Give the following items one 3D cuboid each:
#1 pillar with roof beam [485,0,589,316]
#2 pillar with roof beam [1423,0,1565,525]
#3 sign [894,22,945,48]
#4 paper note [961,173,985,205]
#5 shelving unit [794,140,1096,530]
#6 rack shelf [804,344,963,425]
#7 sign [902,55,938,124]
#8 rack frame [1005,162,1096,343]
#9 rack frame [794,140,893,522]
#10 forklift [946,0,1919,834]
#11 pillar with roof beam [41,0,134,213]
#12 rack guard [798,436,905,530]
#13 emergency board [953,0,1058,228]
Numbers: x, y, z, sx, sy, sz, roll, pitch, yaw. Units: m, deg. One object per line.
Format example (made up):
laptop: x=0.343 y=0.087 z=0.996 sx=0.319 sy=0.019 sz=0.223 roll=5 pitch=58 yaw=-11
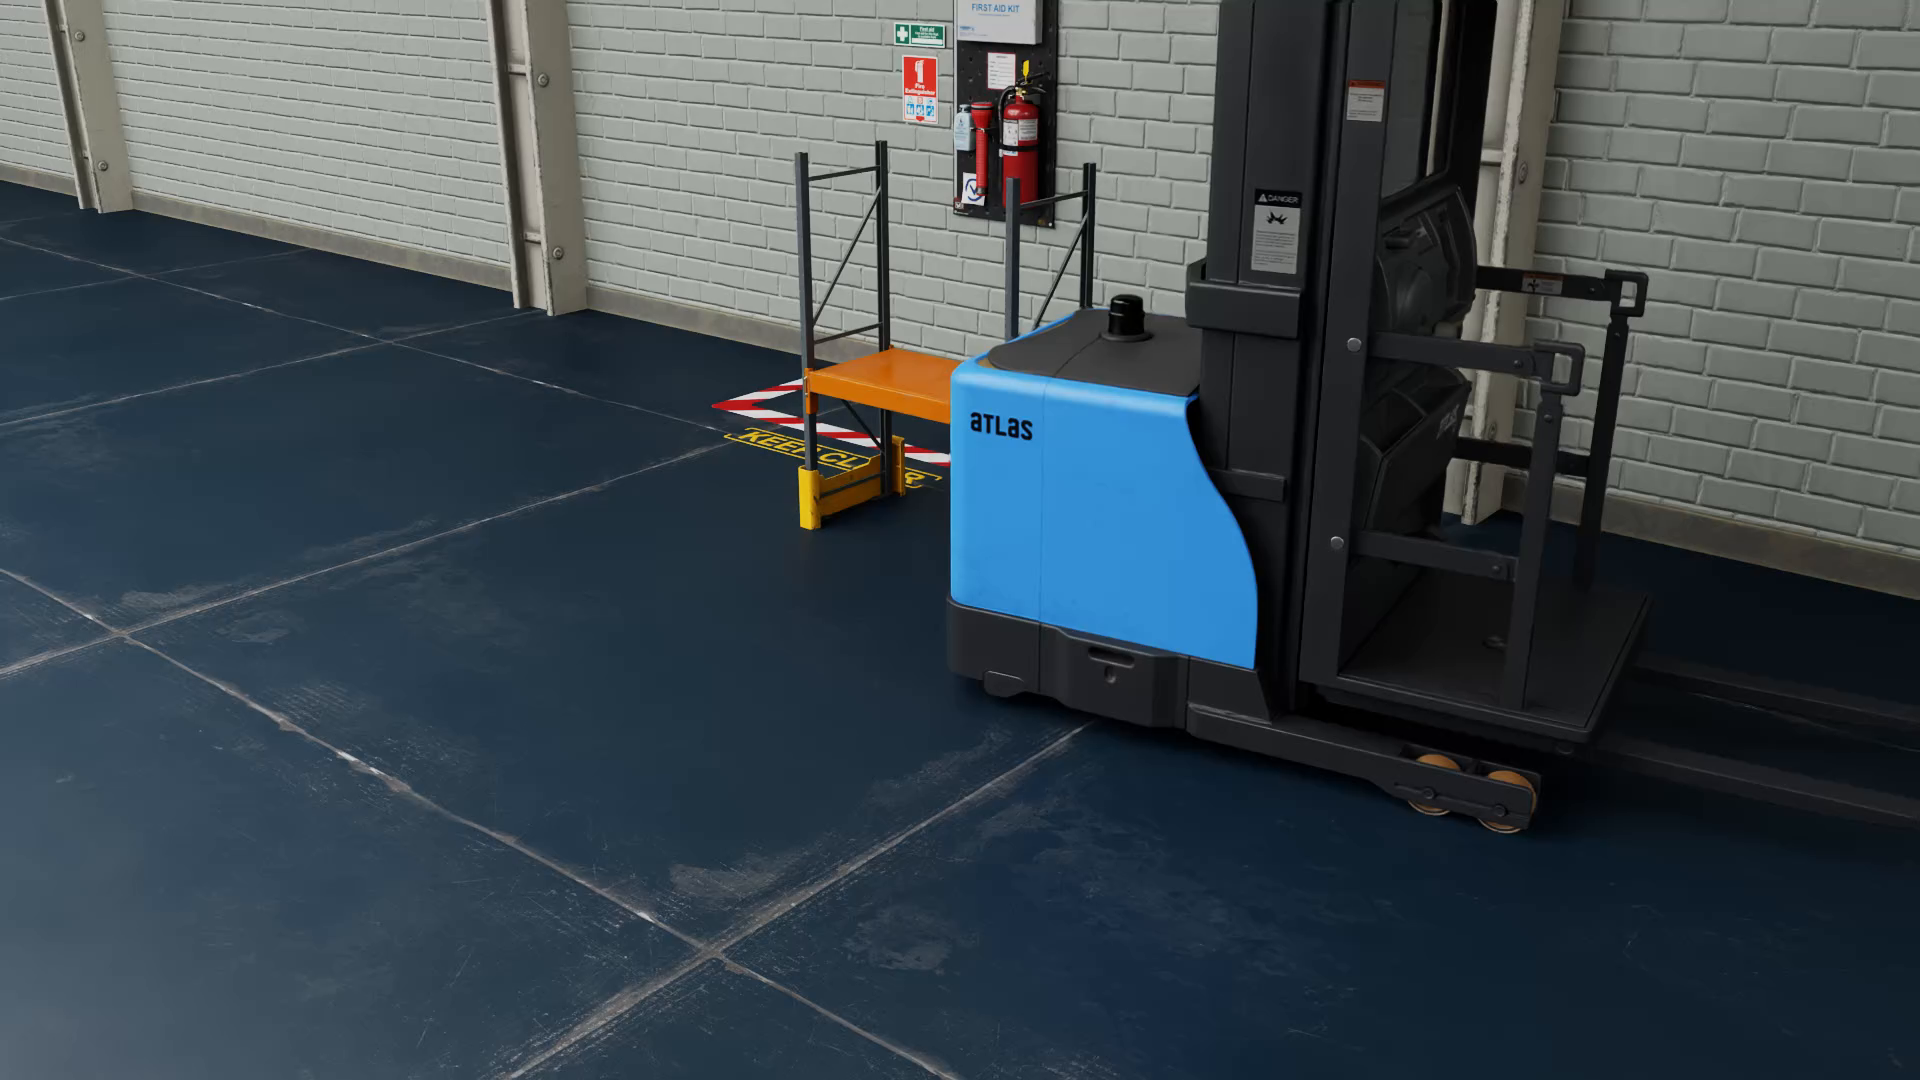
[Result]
pillar with roof beam: x=-5.319 y=-4.517 z=5.894 sx=0.400 sy=9.000 sz=9.100 roll=16 pitch=26 yaw=36
pillar with roof beam: x=-0.671 y=-3.179 z=2.344 sx=0.400 sy=9.000 sz=9.100 roll=16 pitch=26 yaw=36
sign: x=-0.205 y=-2.523 z=8.306 sx=0.331 sy=0.109 sz=0.001 roll=16 pitch=26 yaw=36
paper note: x=0.067 y=-1.756 z=8.323 sx=0.142 sy=0.148 sz=0.016 roll=16 pitch=26 yaw=36
shelving unit: x=-0.059 y=-0.719 z=6.449 sx=1.083 sy=1.500 sz=0.587 roll=16 pitch=26 yaw=36
rack shelf: x=-0.066 y=-0.552 z=6.517 sx=1.000 sy=0.185 sz=0.538 roll=16 pitch=26 yaw=36
sign: x=-0.203 y=-2.278 z=8.408 sx=0.234 sy=0.329 sz=0.001 roll=16 pitch=26 yaw=36
rack frame: x=0.328 y=-0.607 z=6.153 sx=0.032 sy=1.500 sz=0.500 roll=16 pitch=26 yaw=36
rack frame: x=-0.460 y=-0.834 z=6.755 sx=0.032 sy=1.500 sz=0.500 roll=16 pitch=26 yaw=36
forklift: x=1.493 y=-0.784 z=4.594 sx=3.031 sy=2.935 sz=1.130 roll=11 pitch=23 yaw=28
pillar with roof beam: x=-9.968 y=-5.856 z=9.443 sx=0.400 sy=9.000 sz=9.100 roll=16 pitch=26 yaw=36
rack guard: x=-0.445 y=-0.245 z=6.964 sx=0.087 sy=0.250 sz=0.587 roll=16 pitch=26 yaw=36
emergency board: x=0.161 y=-2.110 z=8.013 sx=0.643 sy=1.169 sz=0.194 roll=16 pitch=26 yaw=36
